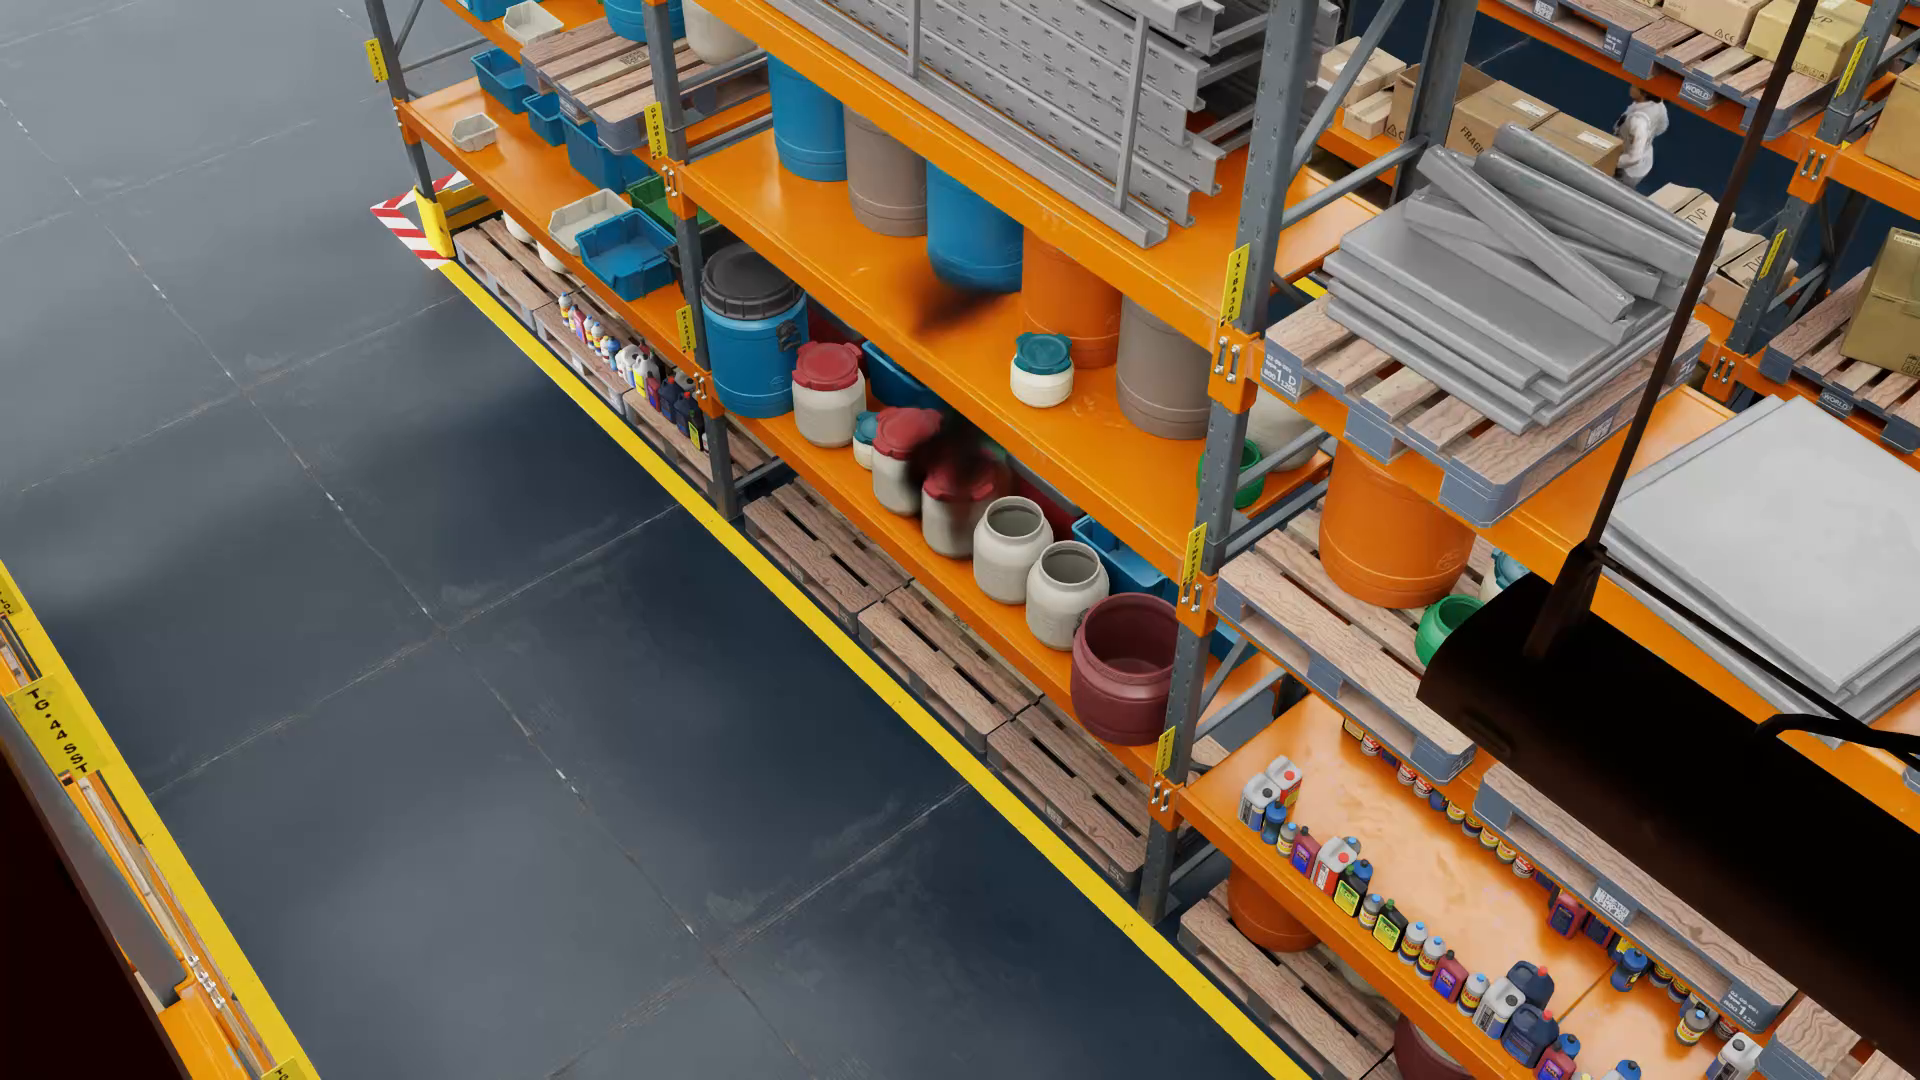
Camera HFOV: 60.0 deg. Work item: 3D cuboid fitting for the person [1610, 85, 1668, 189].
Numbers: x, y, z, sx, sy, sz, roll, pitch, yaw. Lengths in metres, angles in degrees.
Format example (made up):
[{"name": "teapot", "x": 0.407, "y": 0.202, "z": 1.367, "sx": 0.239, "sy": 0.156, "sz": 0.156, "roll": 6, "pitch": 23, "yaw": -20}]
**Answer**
[{"name": "person", "x": 5.081, "y": -2.775, "z": 12.510, "sx": 0.584, "sy": 1.646, "sz": 0.632, "roll": 30, "pitch": 53, "yaw": 25}]
